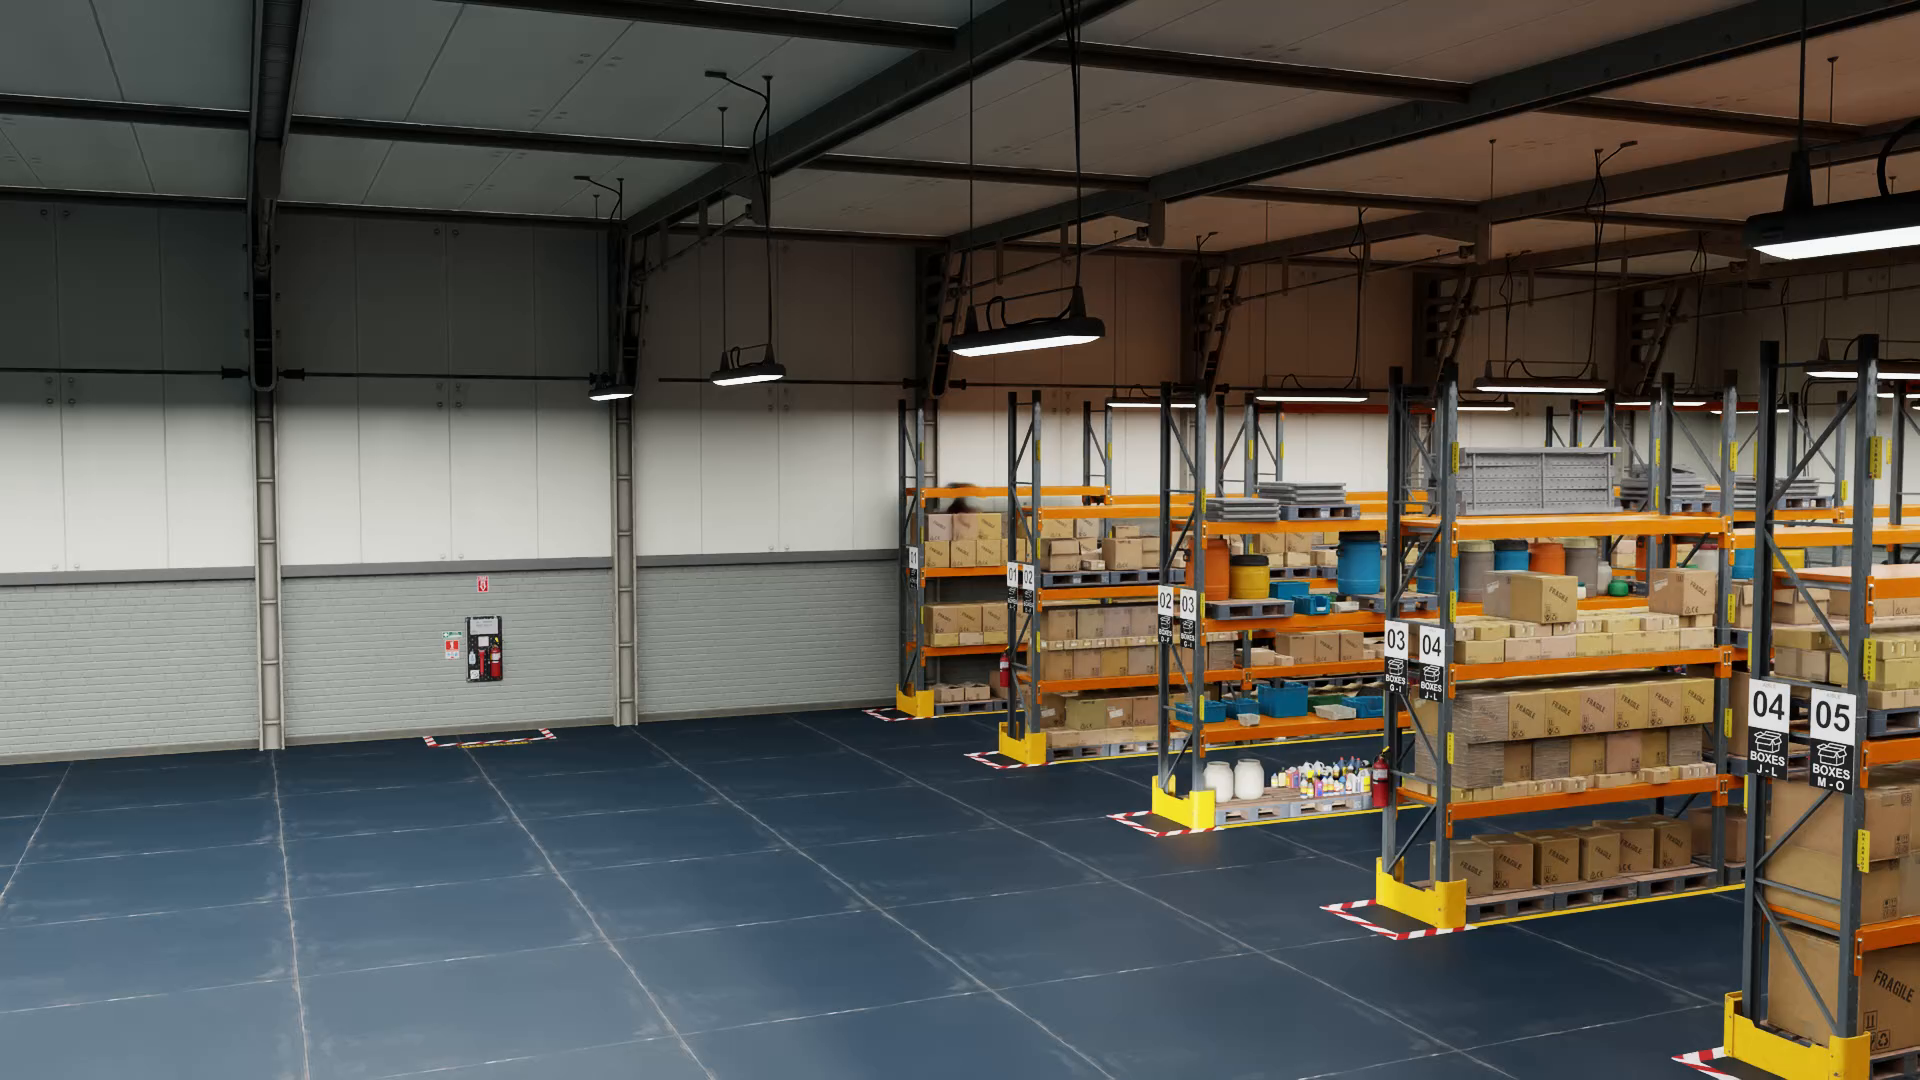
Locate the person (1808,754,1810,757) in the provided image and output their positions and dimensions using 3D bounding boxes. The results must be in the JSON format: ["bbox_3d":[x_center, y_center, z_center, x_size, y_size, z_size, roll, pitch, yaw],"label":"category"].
[{"bbox_3d":[9.382,3.199,18.417,0.610,1.816,0.557,1,3,13],"label":"person"}]
